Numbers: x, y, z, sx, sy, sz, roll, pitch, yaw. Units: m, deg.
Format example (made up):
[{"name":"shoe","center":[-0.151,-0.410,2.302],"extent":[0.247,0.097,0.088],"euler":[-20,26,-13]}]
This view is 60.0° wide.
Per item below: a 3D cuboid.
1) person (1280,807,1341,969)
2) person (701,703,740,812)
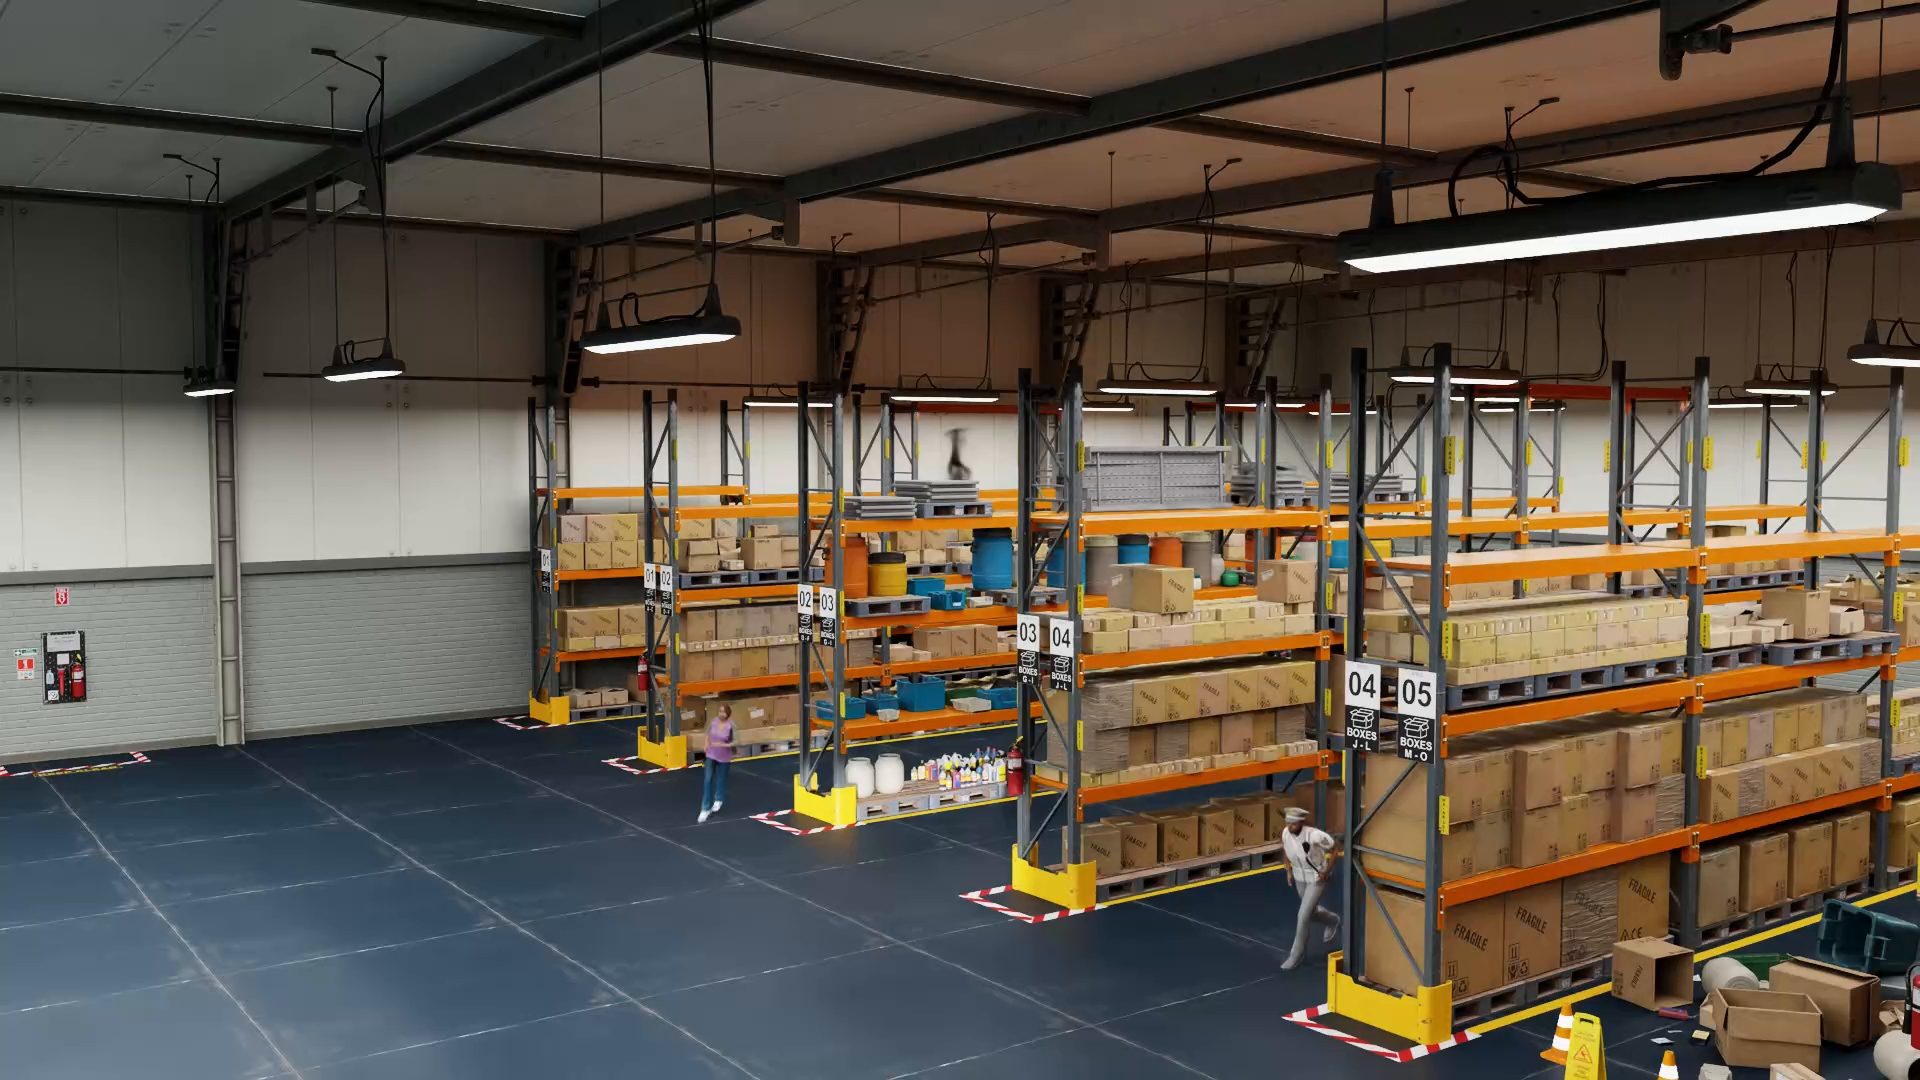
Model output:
[{"name":"person","center":[3.535,3.410,16.572],"extent":[0.559,1.628,0.965],"euler":[3,4,41]},{"name":"person","center":[-3.253,2.960,22.857],"extent":[0.527,1.480,0.651],"euler":[0,3,6]}]
